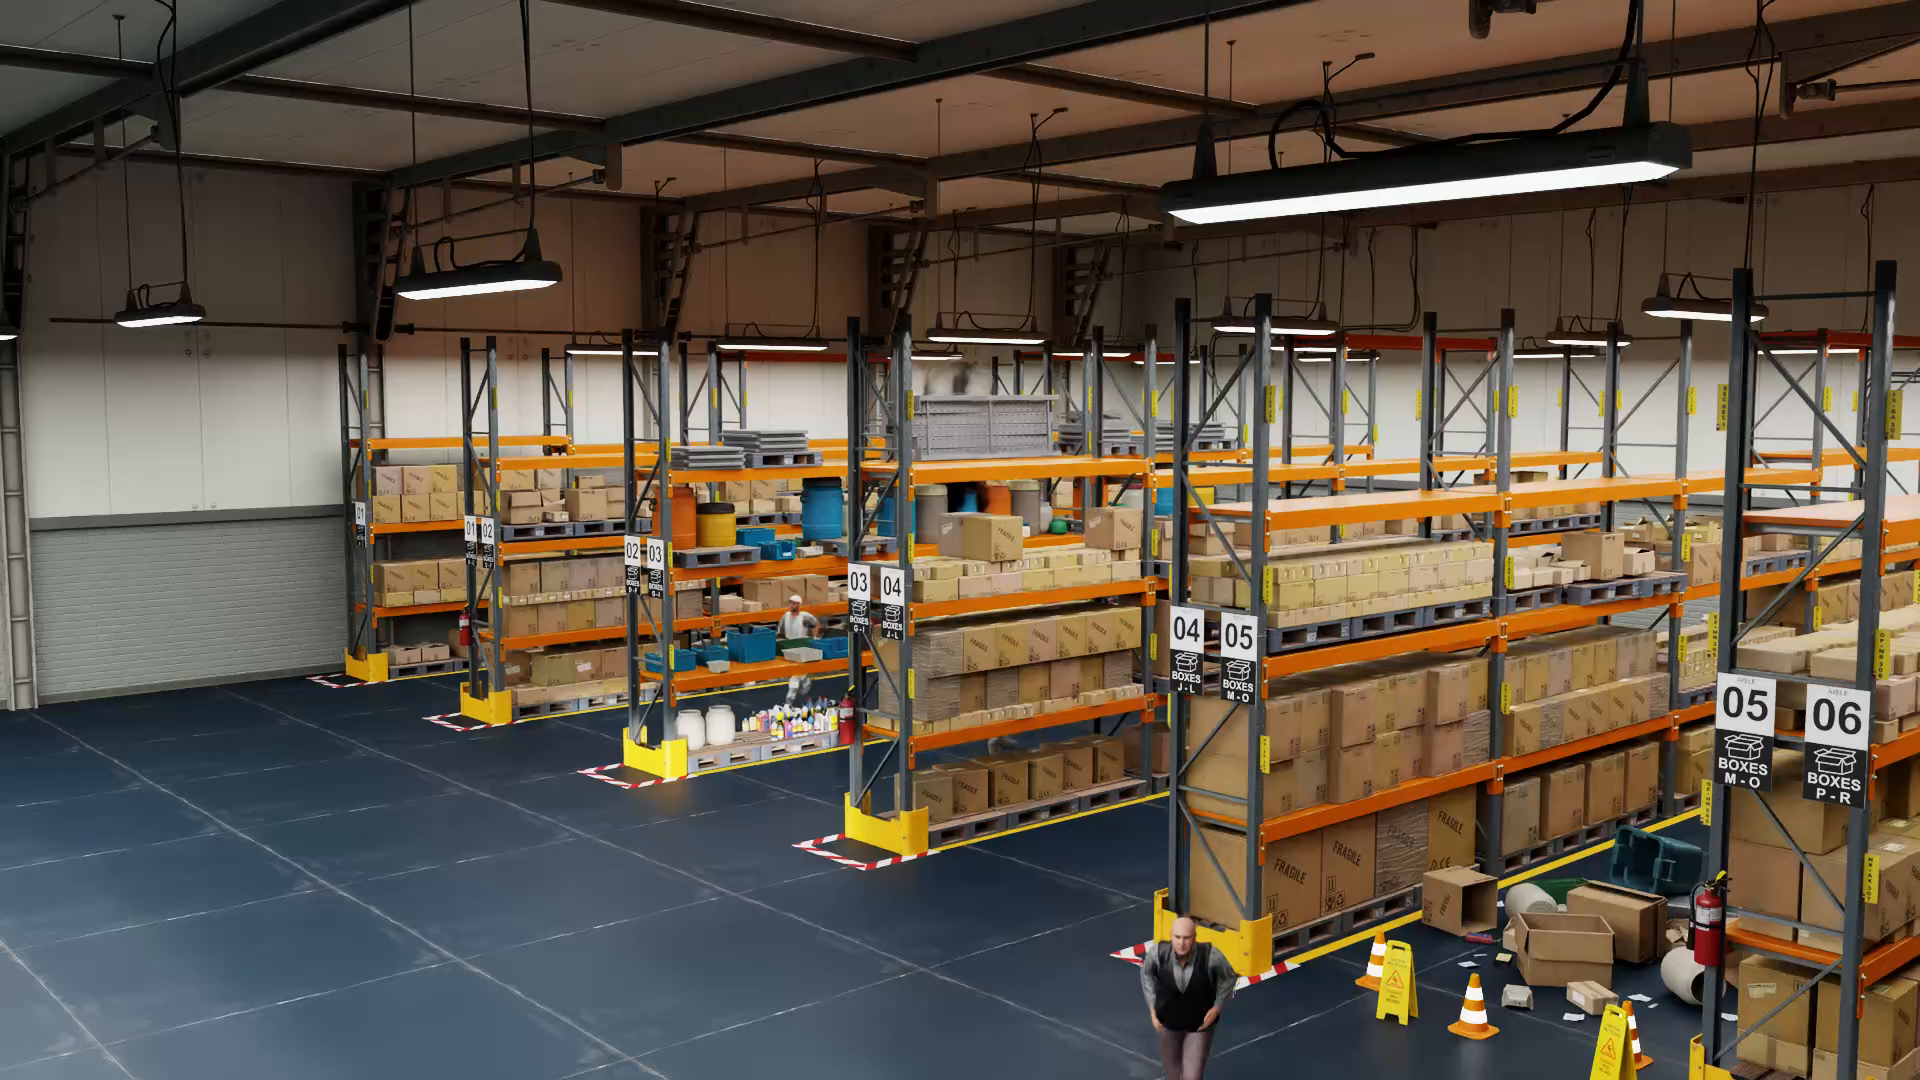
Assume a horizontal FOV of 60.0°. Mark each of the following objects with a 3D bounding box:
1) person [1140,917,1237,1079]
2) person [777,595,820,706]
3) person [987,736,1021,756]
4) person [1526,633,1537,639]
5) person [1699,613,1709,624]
[{"bbox_3d":[1.578,3.336,11.506,0.662,1.674,0.896,1,5,10],"label":"person"},{"bbox_3d":[-2.696,1.785,27.447,0.670,1.782,0.961,3,6,28],"label":"person"},{"bbox_3d":[0.574,2.324,22.248,0.709,1.762,0.825,5,7,44],"label":"person"},{"bbox_3d":[8.687,2.164,25.032,0.599,1.587,0.703,5,7,43],"label":"person"},{"bbox_3d":[11.547,1.977,25.724,0.774,1.723,0.688,-3,6,-32],"label":"person"}]
